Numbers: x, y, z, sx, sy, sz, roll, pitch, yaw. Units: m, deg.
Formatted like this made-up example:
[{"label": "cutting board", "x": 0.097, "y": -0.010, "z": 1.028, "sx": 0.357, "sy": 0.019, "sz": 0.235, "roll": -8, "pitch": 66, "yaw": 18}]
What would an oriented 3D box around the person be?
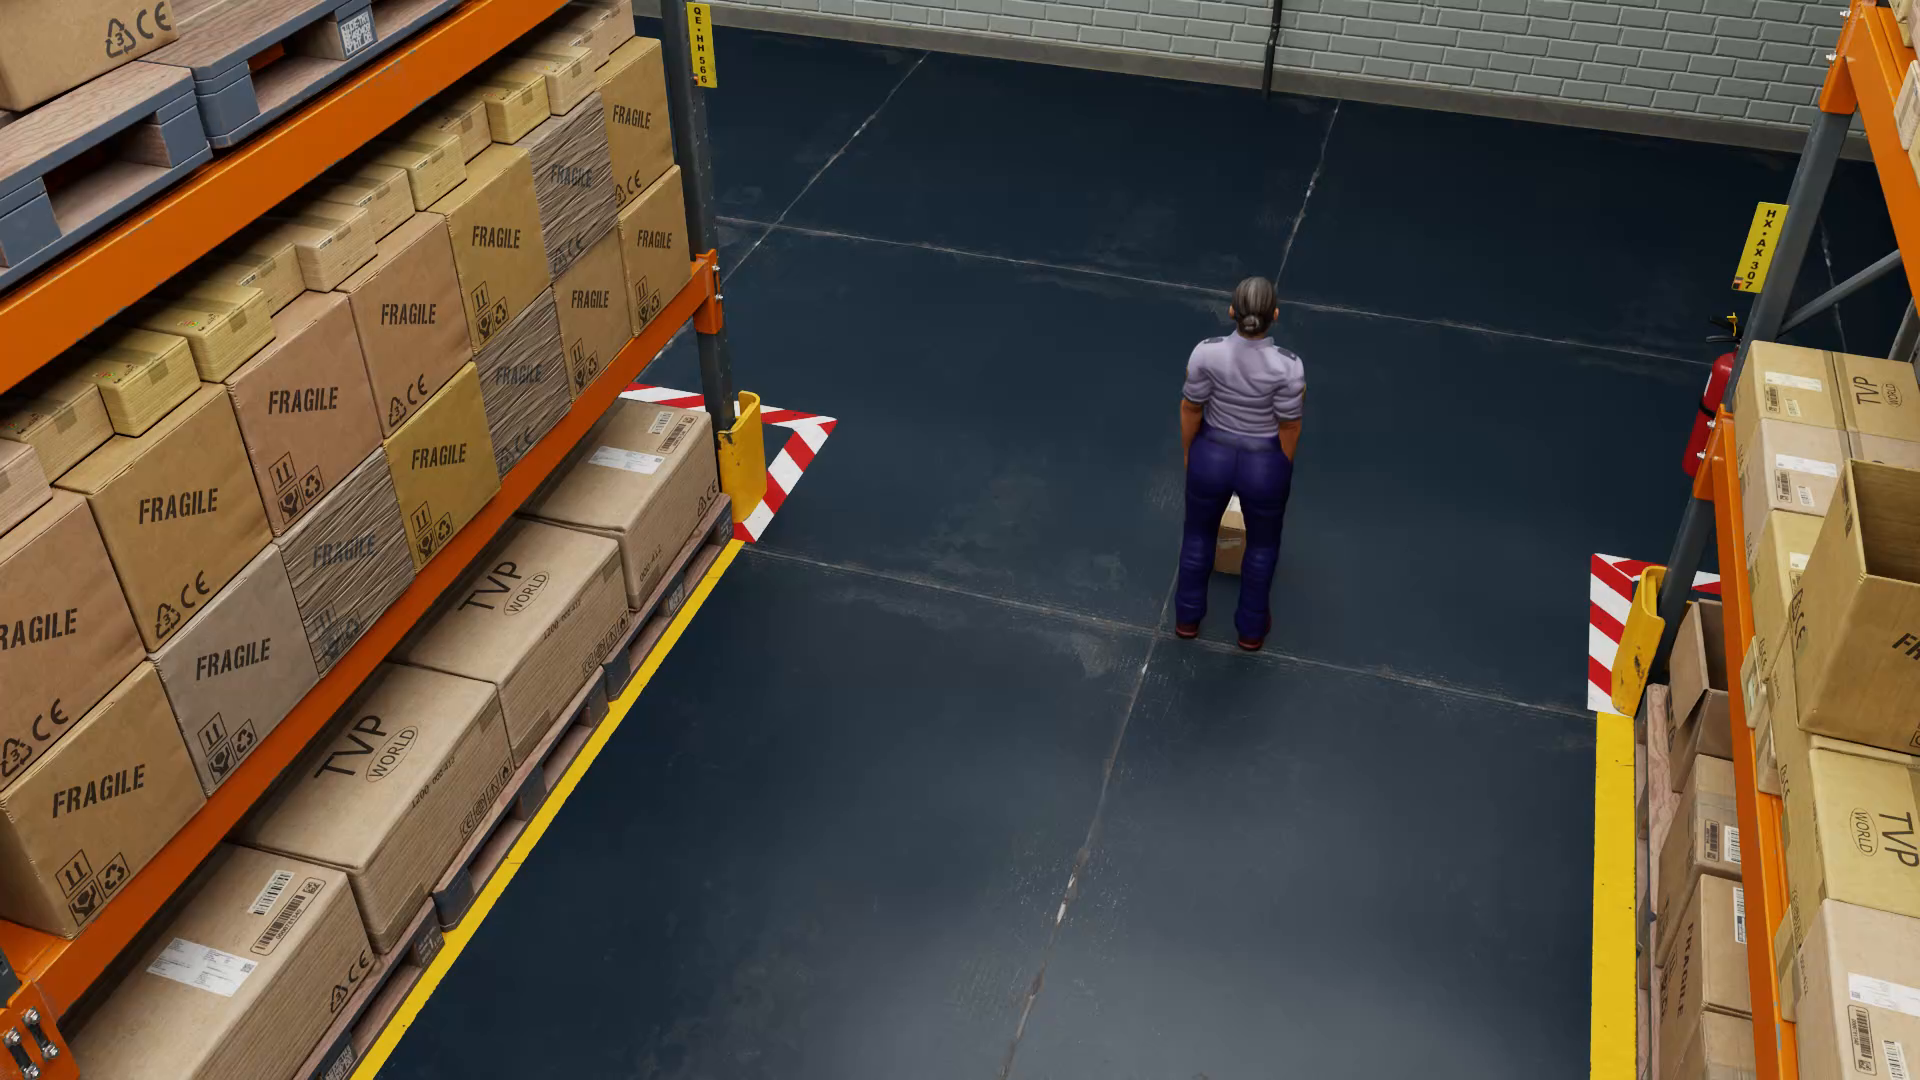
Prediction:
[{"label": "person", "x": 1.087, "y": -0.298, "z": 6.561, "sx": 0.470, "sy": 1.644, "sz": 0.342, "roll": 12, "pitch": 39, "yaw": 15}]
